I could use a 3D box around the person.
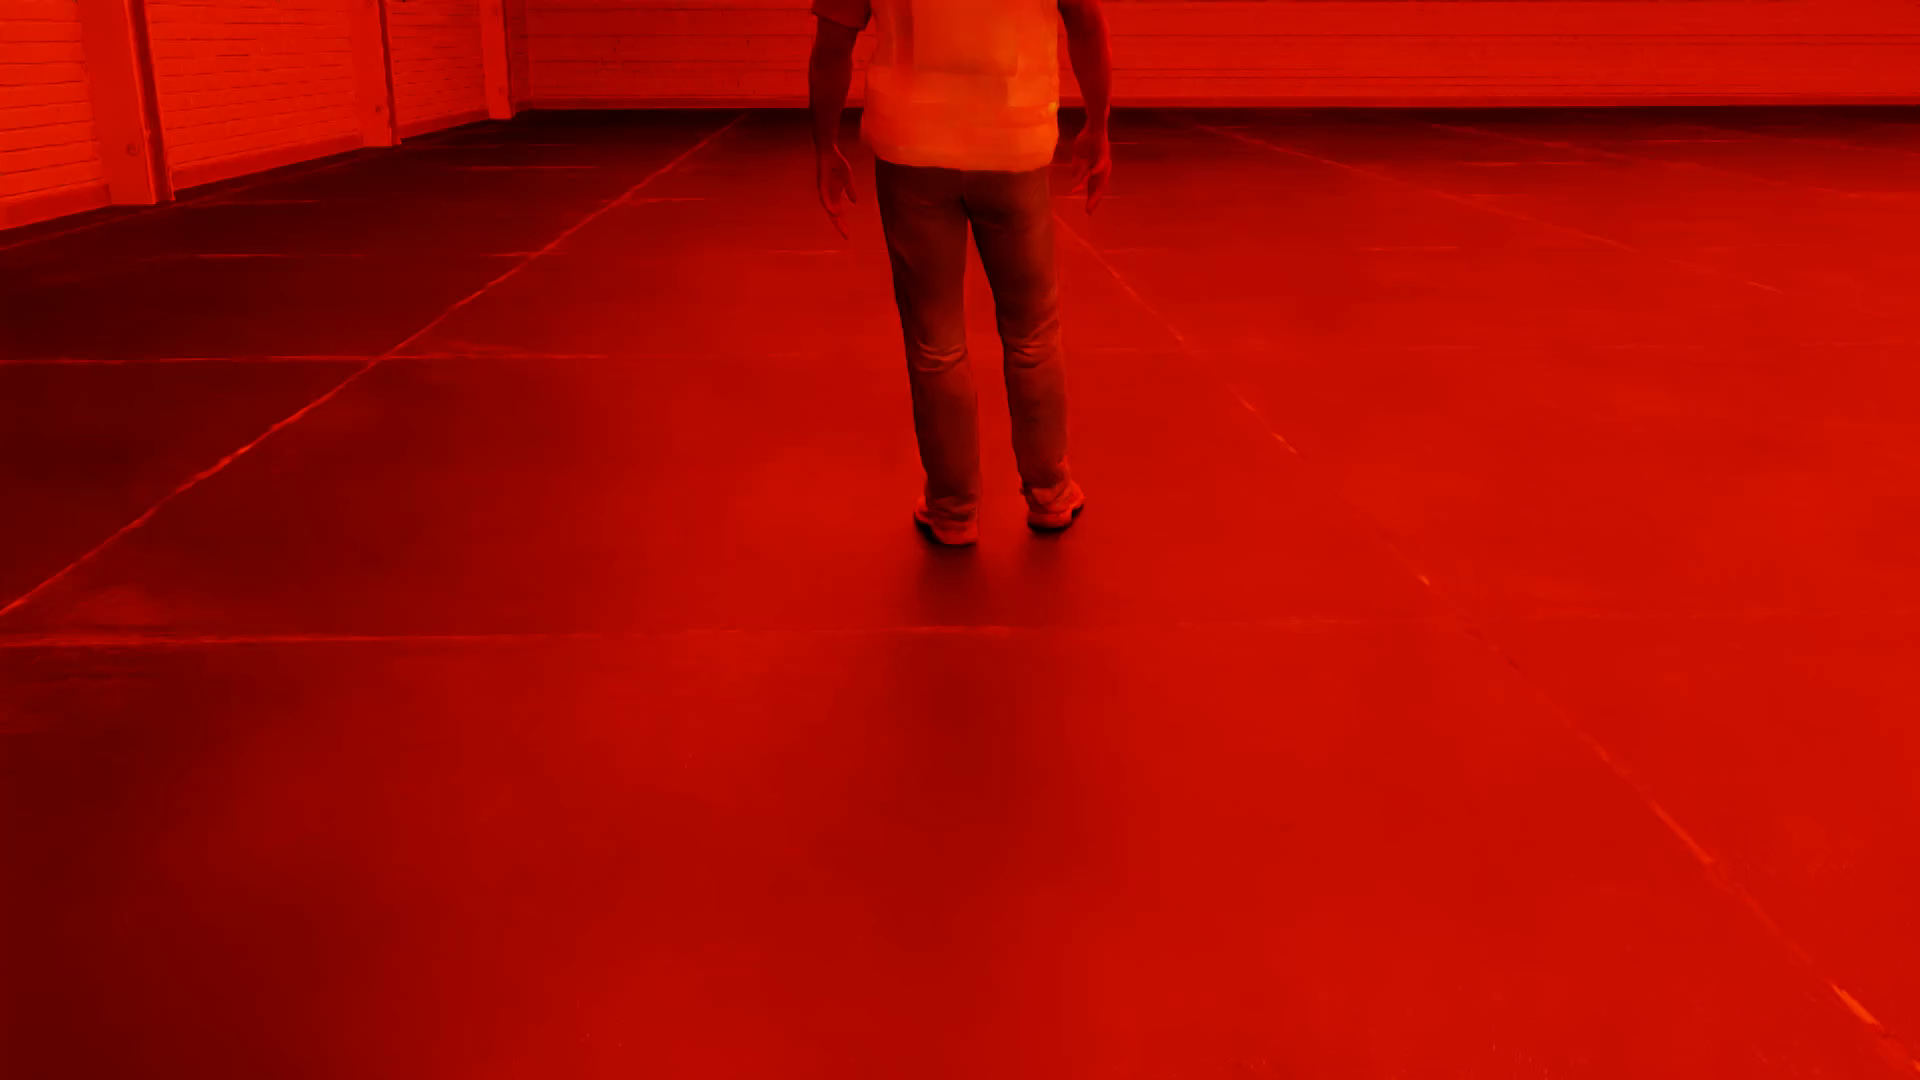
[{"bbox_3d":[0.002,-0.872,3.725,0.665,1.766,0.576,-1,17,-3],"label":"person"}]
